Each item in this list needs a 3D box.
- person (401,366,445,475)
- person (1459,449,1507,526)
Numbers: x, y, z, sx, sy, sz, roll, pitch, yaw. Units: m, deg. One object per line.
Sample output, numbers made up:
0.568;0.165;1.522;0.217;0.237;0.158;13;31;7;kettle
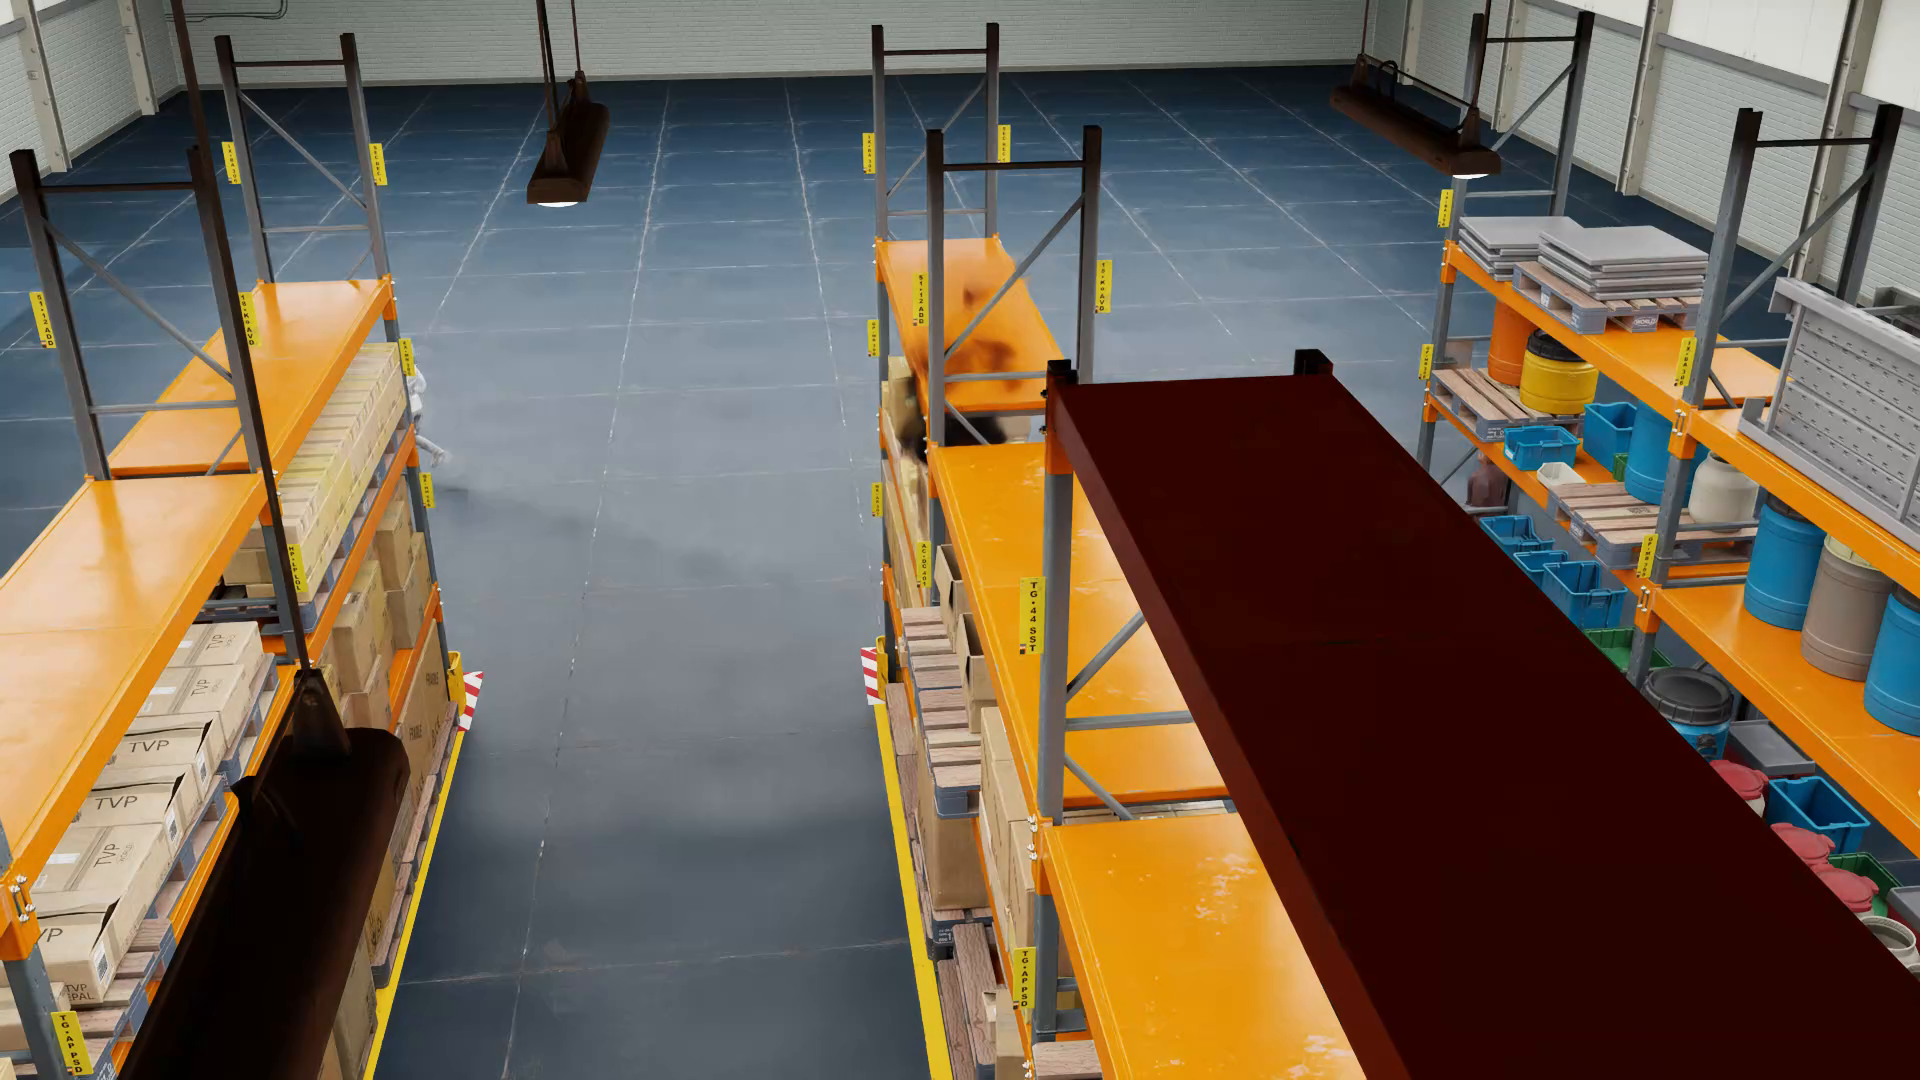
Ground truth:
-6.552;-1.524;19.761;0.729;1.659;0.631;9;27;18;person
5.330;-0.179;16.890;0.736;1.732;0.622;-22;33;-38;person
